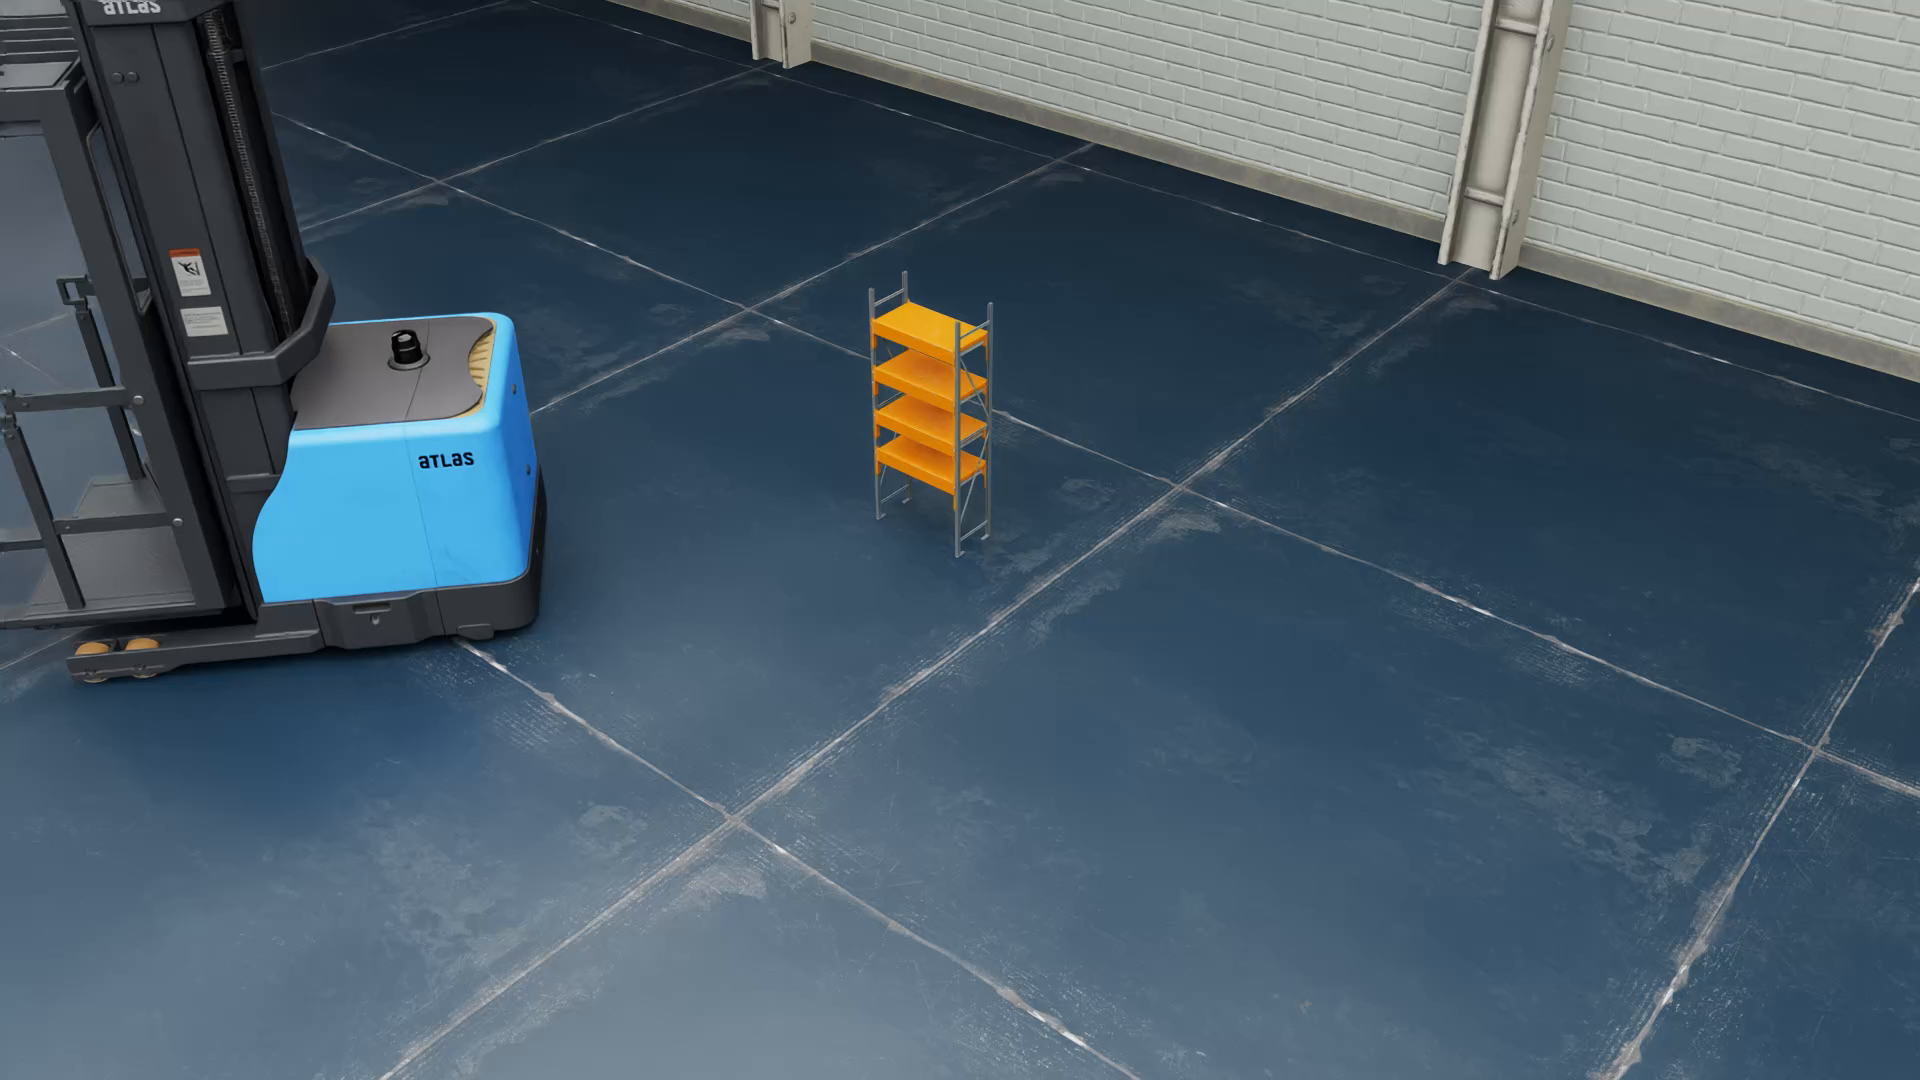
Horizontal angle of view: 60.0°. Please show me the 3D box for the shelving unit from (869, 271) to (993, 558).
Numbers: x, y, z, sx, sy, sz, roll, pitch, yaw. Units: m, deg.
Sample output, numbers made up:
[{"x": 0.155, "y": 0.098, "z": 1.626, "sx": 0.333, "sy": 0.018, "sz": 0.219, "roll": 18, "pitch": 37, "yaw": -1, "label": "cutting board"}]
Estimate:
[{"x": -0.127, "y": -0.555, "z": 7.498, "sx": 0.503, "sy": 1.200, "sz": 0.258, "roll": 25, "pitch": 42, "yaw": 32, "label": "shelving unit"}]

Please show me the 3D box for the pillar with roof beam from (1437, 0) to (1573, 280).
[{"x": 0.433, "y": -3.540, "z": 4.956, "sx": 0.400, "sy": 9.000, "sz": 9.100, "roll": 25, "pitch": 42, "yaw": 32, "label": "pillar with roof beam"}]

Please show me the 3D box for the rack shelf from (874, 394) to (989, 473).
[{"x": -0.127, "y": -0.499, "z": 7.536, "sx": 0.480, "sy": 0.148, "sz": 0.258, "roll": 25, "pitch": 42, "yaw": 32, "label": "rack shelf"}]

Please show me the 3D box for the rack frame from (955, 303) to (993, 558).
[{"x": 0.060, "y": -0.466, "z": 7.369, "sx": 0.015, "sy": 1.200, "sz": 0.240, "roll": 25, "pitch": 42, "yaw": 32, "label": "rack frame"}]

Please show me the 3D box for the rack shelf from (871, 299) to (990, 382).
[{"x": -0.127, "y": -0.878, "z": 7.275, "sx": 0.480, "sy": 0.148, "sz": 0.258, "roll": 25, "pitch": 42, "yaw": 32, "label": "rack shelf"}]

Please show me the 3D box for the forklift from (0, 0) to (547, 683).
[{"x": -3.381, "y": -0.939, "z": 6.529, "sx": 3.031, "sy": 2.935, "sz": 1.130, "roll": -5, "pitch": 35, "yaw": -7, "label": "forklift"}]

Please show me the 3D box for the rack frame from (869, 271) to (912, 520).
[{"x": -0.315, "y": -0.643, "z": 7.626, "sx": 0.015, "sy": 1.200, "sz": 0.240, "roll": 25, "pitch": 42, "yaw": 32, "label": "rack frame"}]

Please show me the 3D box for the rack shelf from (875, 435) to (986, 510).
[{"x": -0.127, "y": -0.335, "z": 7.648, "sx": 0.480, "sy": 0.148, "sz": 0.258, "roll": 25, "pitch": 42, "yaw": 32, "label": "rack shelf"}]

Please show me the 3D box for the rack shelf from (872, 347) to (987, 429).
[{"x": -0.127, "y": -0.683, "z": 7.409, "sx": 0.480, "sy": 0.148, "sz": 0.258, "roll": 25, "pitch": 42, "yaw": 32, "label": "rack shelf"}]

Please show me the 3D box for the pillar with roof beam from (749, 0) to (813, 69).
[{"x": -4.178, "y": -5.714, "z": 8.121, "sx": 0.400, "sy": 9.000, "sz": 9.100, "roll": 25, "pitch": 42, "yaw": 32, "label": "pillar with roof beam"}]
